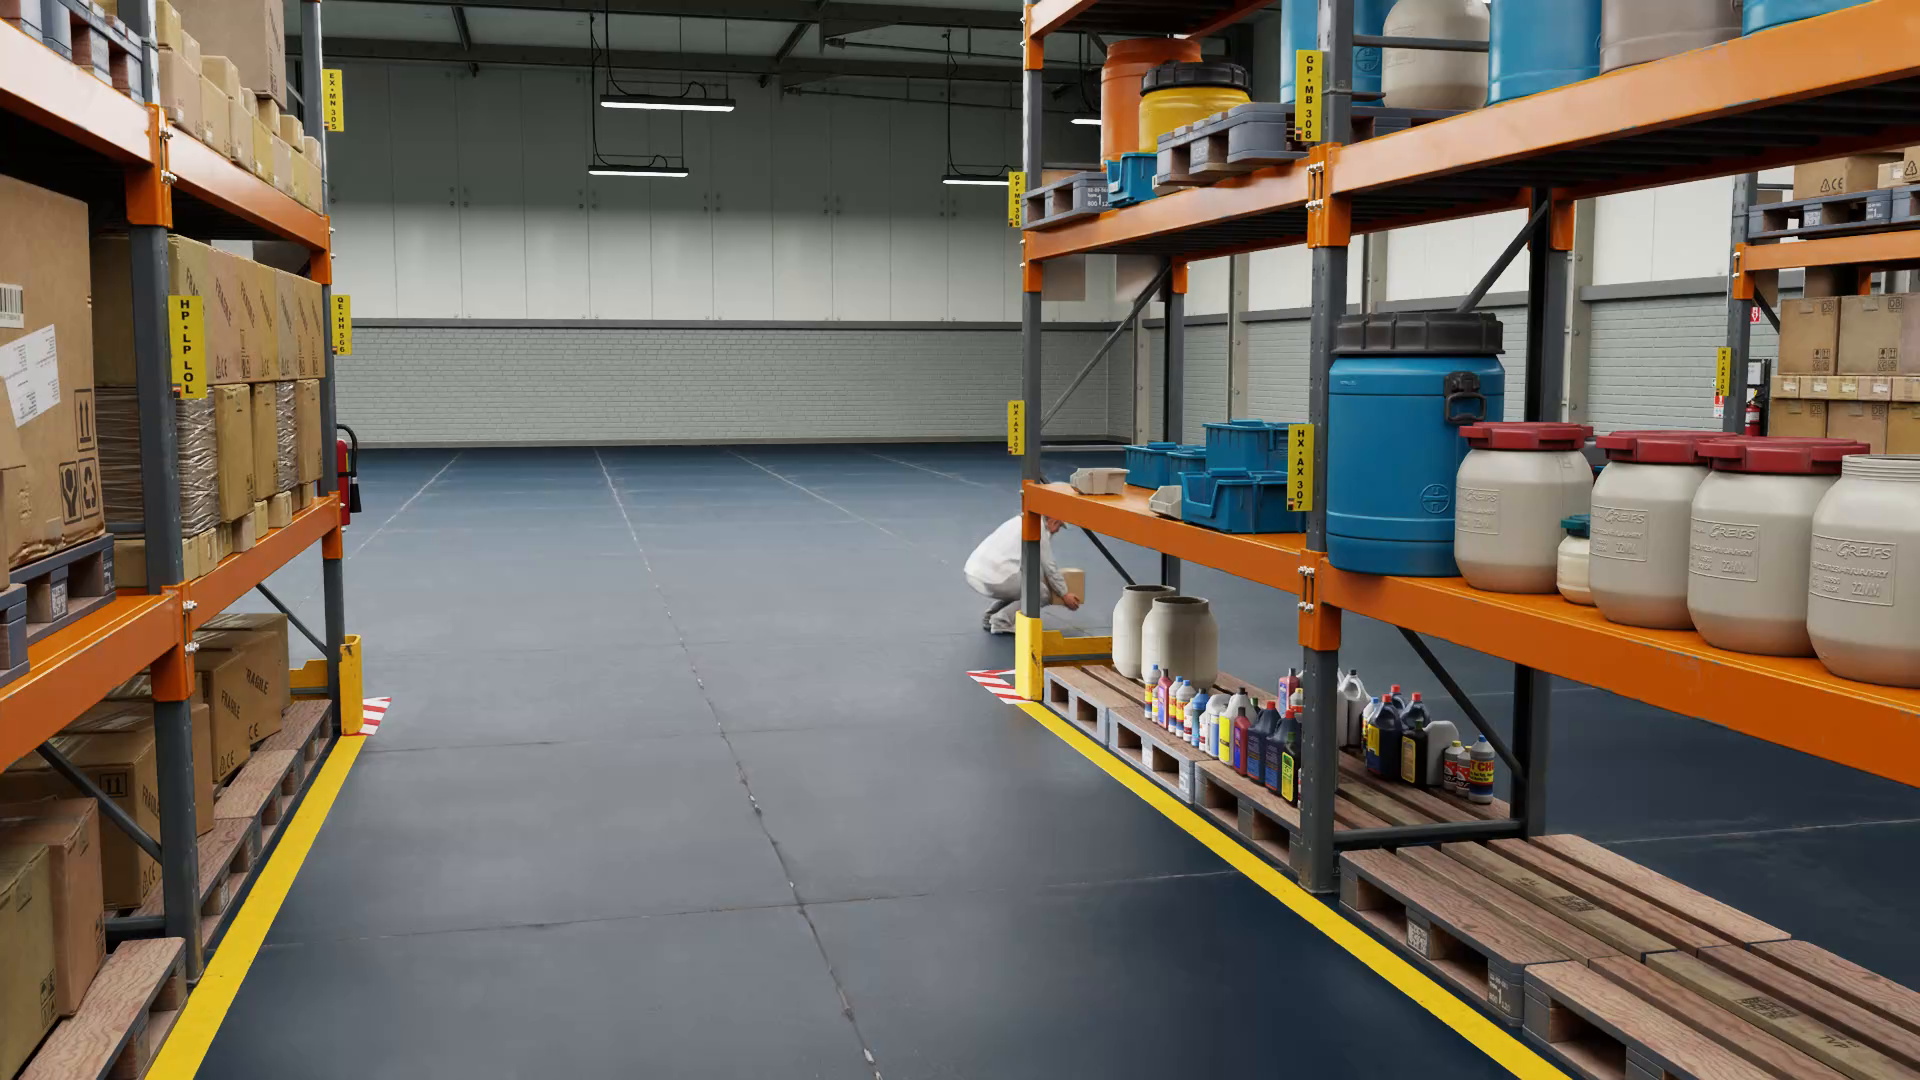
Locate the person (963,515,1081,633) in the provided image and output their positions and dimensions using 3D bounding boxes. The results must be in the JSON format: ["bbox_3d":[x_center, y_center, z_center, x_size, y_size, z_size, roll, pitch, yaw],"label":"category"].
[{"bbox_3d":[0.466,0.190,12.699,0.864,1.007,0.535,-1,6,-14],"label":"person"}]
